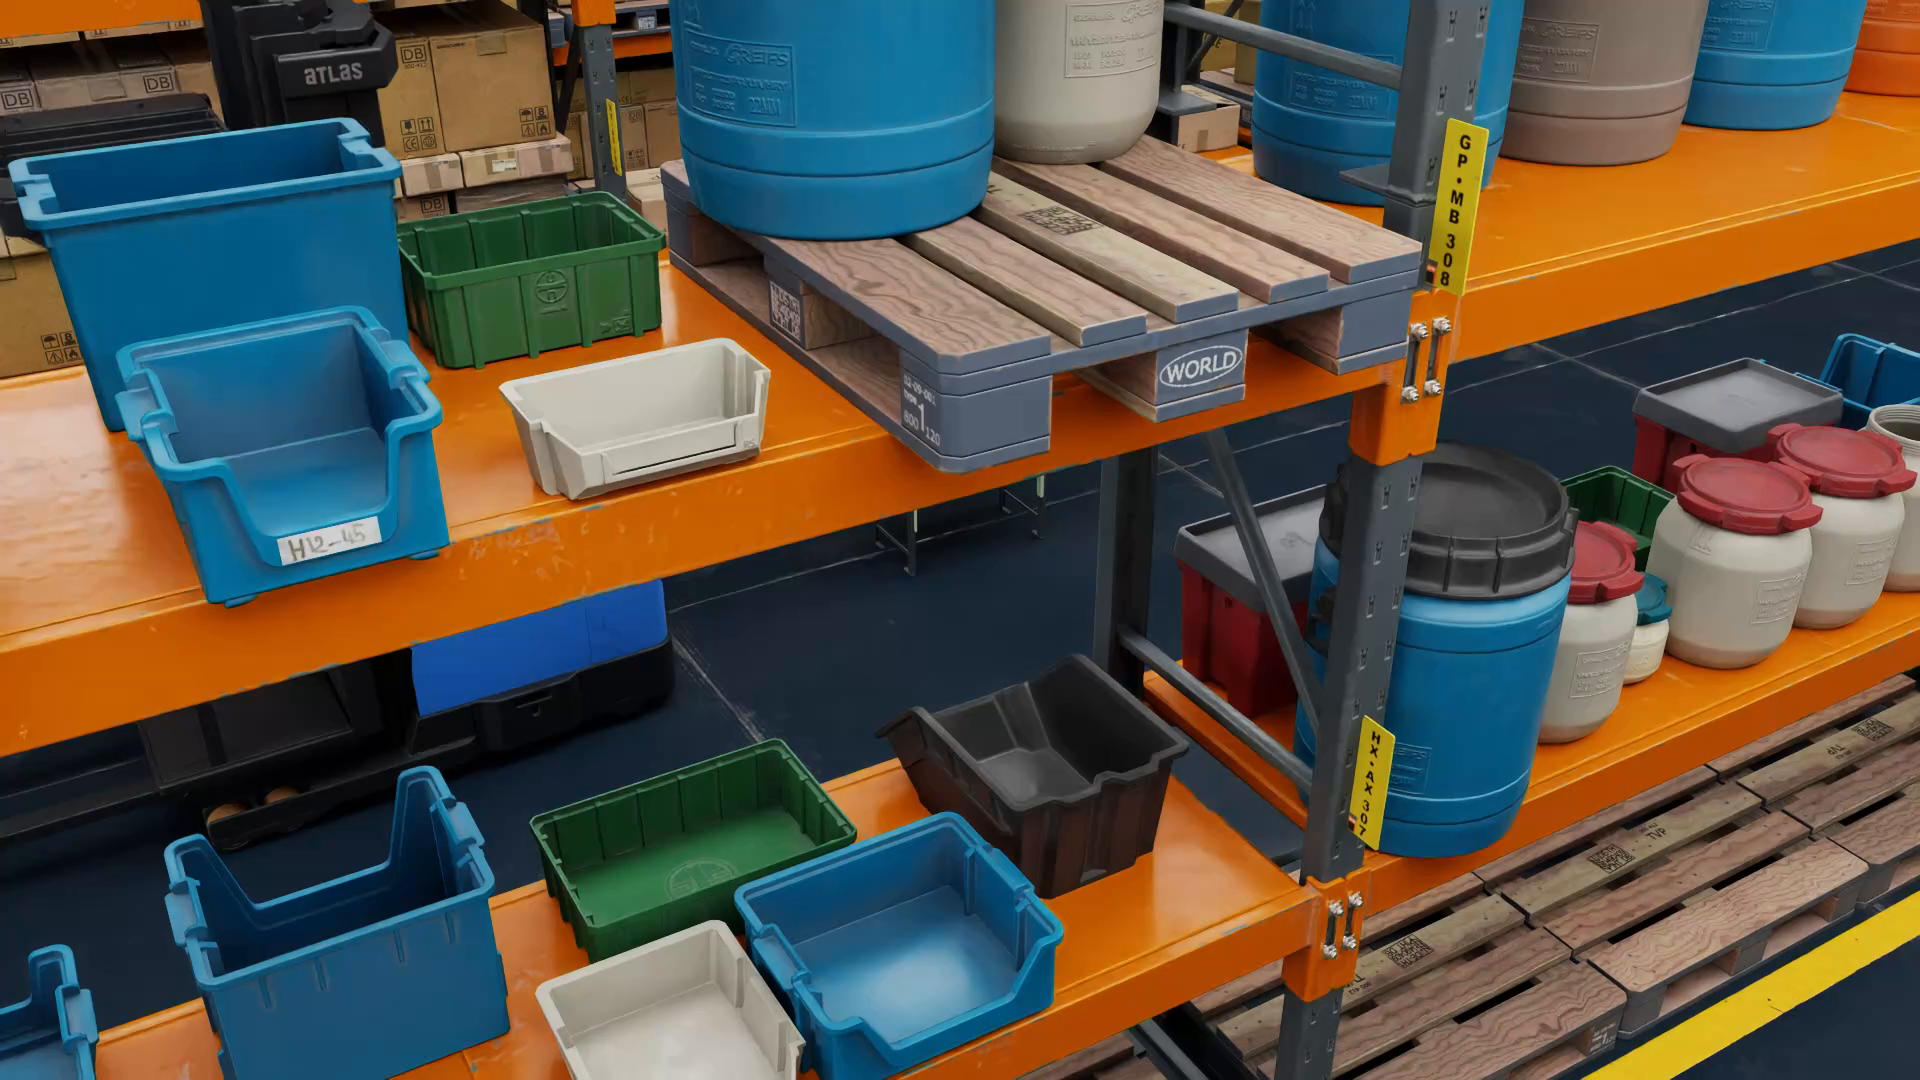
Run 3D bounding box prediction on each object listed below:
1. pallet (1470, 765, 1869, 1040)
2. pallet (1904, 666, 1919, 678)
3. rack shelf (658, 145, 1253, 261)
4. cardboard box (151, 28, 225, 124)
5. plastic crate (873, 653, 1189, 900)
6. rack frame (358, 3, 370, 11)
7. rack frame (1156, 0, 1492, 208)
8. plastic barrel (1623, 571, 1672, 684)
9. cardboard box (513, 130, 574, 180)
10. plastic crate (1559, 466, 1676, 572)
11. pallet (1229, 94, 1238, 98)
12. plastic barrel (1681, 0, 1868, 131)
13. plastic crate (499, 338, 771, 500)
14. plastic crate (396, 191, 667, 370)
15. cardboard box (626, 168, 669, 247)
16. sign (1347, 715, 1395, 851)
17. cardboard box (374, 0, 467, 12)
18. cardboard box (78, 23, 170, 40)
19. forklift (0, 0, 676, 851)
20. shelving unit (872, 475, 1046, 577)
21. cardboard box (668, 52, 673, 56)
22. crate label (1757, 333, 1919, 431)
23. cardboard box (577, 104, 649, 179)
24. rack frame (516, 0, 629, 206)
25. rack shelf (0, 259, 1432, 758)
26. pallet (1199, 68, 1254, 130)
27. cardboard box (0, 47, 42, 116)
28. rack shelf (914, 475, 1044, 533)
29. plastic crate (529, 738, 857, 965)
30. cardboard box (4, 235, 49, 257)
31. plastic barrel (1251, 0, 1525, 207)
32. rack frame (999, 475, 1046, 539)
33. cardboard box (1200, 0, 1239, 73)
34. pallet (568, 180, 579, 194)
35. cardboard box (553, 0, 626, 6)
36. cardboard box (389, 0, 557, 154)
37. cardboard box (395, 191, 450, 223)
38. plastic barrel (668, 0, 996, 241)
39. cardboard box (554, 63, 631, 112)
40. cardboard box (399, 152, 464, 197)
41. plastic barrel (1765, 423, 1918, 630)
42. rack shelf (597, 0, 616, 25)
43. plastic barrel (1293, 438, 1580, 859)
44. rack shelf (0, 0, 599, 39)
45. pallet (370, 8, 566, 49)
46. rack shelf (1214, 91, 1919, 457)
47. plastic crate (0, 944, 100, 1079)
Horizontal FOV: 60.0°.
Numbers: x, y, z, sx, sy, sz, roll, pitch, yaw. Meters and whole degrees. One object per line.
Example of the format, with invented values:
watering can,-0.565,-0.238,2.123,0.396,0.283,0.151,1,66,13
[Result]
pallet,2.390,1.164,5.923,1.213,0.211,1.003,-16,33,-26
pallet,4.786,0.483,7.156,1.213,0.211,1.003,-16,33,-26
rack shelf,-0.103,-1.787,9.128,4.000,0.370,1.077,-16,33,-26
cardboard box,-3.074,-1.867,7.082,0.500,0.500,0.700,-16,33,-26
plastic crate,0.163,0.554,4.206,0.504,0.338,0.767,-16,33,-26
rack frame,-4.340,-3.675,11.805,0.127,3.000,1.000,-16,33,-26
rack frame,0.679,-2.175,2.877,0.127,3.000,1.000,-16,33,-26
plastic barrel,1.898,0.252,4.831,0.301,0.262,0.301,0,29,0
cardboard box,-1.953,-1.784,7.604,0.250,0.149,0.380,-16,33,-26
plastic crate,2.038,0.001,5.363,0.662,0.188,0.450,-16,33,-26
pallet,1.930,-4.192,15.628,1.213,0.211,1.003,-16,33,-26
plastic barrel,2.135,-1.616,4.450,0.708,0.901,0.600,-16,33,-26
plastic crate,-0.500,-0.185,2.649,0.396,0.136,0.243,-16,33,-26
plastic crate,-0.819,-0.496,3.159,0.450,0.188,0.336,-16,33,-26
cardboard box,-1.425,-1.686,8.355,0.500,0.250,0.500,-14,32,-23
sign,0.948,0.563,3.840,0.005,0.325,0.100,-16,33,-26
cardboard box,-3.884,-4.022,11.875,0.500,0.500,0.700,-16,33,-26
cardboard box,-5.458,-3.459,10.771,0.500,0.500,0.500,-17,33,-28
forklift,-2.722,-0.428,5.991,3.031,2.935,1.130,-17,33,-27
shelving unit,-0.006,-0.655,7.885,0.755,1.500,0.431,-16,33,-26
cardboard box,-2.009,-3.769,13.332,0.500,0.250,0.500,-15,32,-25
crate label,3.134,-0.412,5.856,0.616,0.435,0.502,-16,33,-26
cardboard box,-2.833,-3.216,13.105,0.500,0.500,0.700,-15,32,-26
rack frame,-1.827,-1.613,8.067,0.127,3.000,1.000,-16,33,-26
rack shelf,-1.045,-0.057,2.889,4.000,0.370,1.077,-16,33,-26
pallet,2.170,-2.703,10.242,1.003,0.211,1.213,-16,33,-26
cardboard box,-3.936,-1.622,6.638,0.500,0.500,0.700,-16,33,-26
rack shelf,-0.006,-0.370,8.042,0.720,0.370,0.431,-16,33,-26
plastic crate,-0.634,0.759,3.989,0.662,0.188,0.450,-16,33,-26
cardboard box,-3.719,-1.284,6.697,0.250,0.149,0.380,-16,33,-27
plastic barrel,1.008,-1.296,3.870,0.708,0.901,0.600,-16,33,-26
rack frame,0.310,-0.745,8.047,0.023,1.500,0.400,-16,33,-26
cardboard box,2.063,-4.663,15.385,0.750,0.750,0.750,-15,32,-26
pallet,-3.669,-2.646,12.825,1.213,0.211,1.003,-16,33,-26
cardboard box,-2.847,-4.330,12.433,0.500,0.500,0.700,-11,31,-20
cardboard box,-2.206,-2.113,7.528,0.500,0.500,0.700,-16,33,-26
cardboard box,-2.658,-1.413,7.603,0.500,0.500,0.700,-16,33,-27
plastic barrel,-0.233,-1.066,3.019,0.708,0.901,0.600,-16,33,-26
cardboard box,-2.889,-3.527,12.892,0.500,0.250,0.500,-17,33,-28
cardboard box,-2.392,-1.660,7.378,0.250,0.149,0.380,-17,33,-28
plastic barrel,2.621,-0.036,5.070,0.433,0.535,0.433,0,29,0
rack shelf,-0.103,-3.100,8.404,4.000,0.370,1.077,-16,33,-26
plastic barrel,1.166,0.264,4.148,0.708,0.901,0.600,-16,33,-26
rack shelf,-3.551,-2.121,6.629,4.000,0.370,1.077,-16,33,-26
pallet,-3.607,-3.718,12.081,1.213,0.211,1.003,-16,33,-26
rack shelf,2.404,-1.036,4.663,4.000,0.370,1.077,-16,33,-26
plastic crate,-1.927,1.092,3.320,0.408,0.251,0.499,-16,33,-26
